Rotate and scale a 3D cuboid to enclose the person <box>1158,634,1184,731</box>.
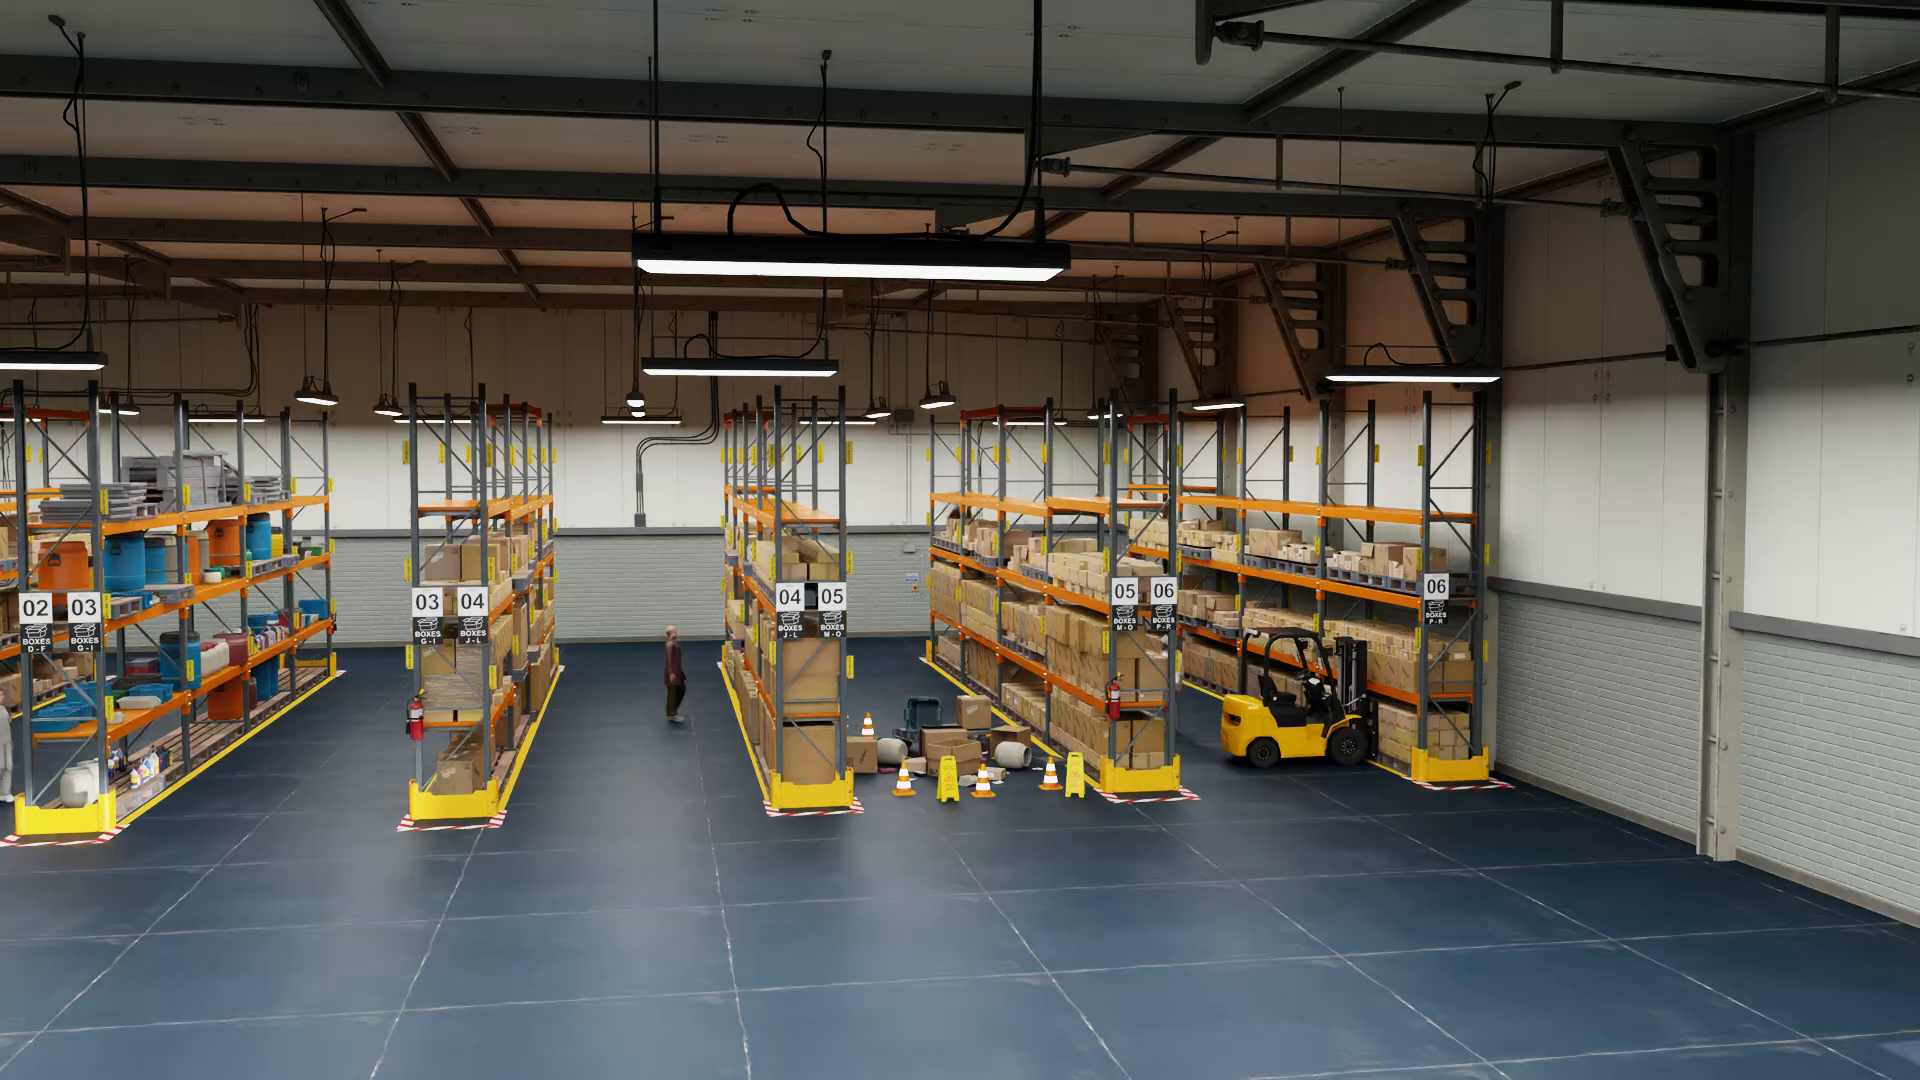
[{"bbox_3d":[3.742,2.591,30.055,0.569,1.797,0.689,-1,3,-15],"label":"person"}]

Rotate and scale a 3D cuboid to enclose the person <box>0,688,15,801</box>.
[{"bbox_3d":[-13.922,2.976,24.083,0.429,1.717,0.497,1,3,10],"label":"person"}]

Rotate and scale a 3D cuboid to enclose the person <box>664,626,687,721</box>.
[{"bbox_3d":[-5.423,2.534,31.501,0.469,1.812,0.648,0,3,4],"label":"person"}]
